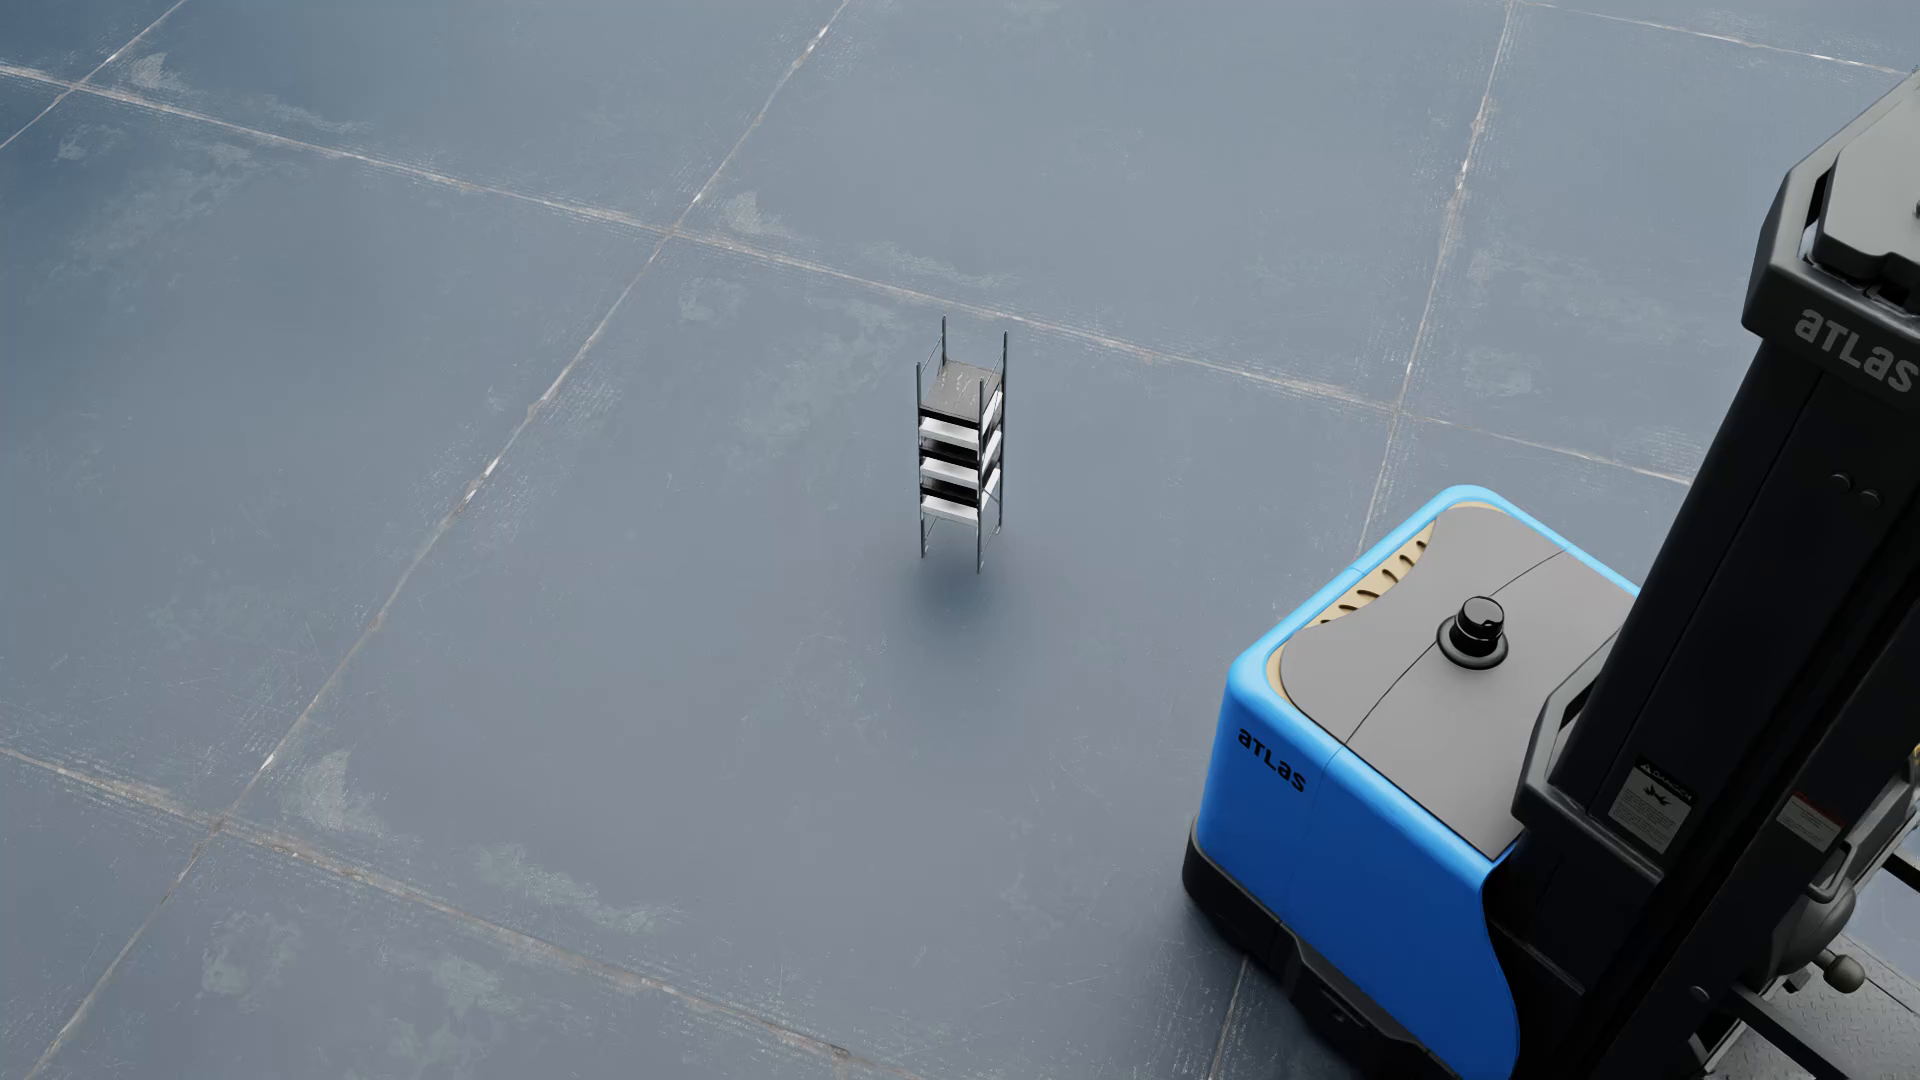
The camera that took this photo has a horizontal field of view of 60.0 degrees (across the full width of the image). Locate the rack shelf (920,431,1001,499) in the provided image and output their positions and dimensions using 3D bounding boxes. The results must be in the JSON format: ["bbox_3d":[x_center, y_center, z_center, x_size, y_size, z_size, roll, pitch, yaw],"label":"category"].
[{"bbox_3d":[0.008,-0.271,5.433,0.200,0.077,0.258,16,51,13],"label":"rack shelf"}]

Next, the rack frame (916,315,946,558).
[{"bbox_3d":[-0.088,-0.319,5.431,0.006,0.900,0.240,16,51,13],"label":"rack frame"}]

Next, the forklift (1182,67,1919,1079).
[{"bbox_3d":[2.005,0.638,3.258,1.130,2.935,3.031,-35,57,-26],"label":"forklift"}]

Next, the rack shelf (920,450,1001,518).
[{"bbox_3d":[0.008,-0.212,5.501,0.200,0.077,0.258,16,51,13],"label":"rack shelf"}]

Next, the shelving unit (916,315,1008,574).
[{"bbox_3d":[0.008,-0.293,5.408,0.210,0.900,0.258,16,51,13],"label":"shelving unit"}]

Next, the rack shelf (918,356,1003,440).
[{"bbox_3d":[0.008,-0.448,5.229,0.200,0.077,0.258,16,51,13],"label":"rack shelf"}]

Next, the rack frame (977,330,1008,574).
[{"bbox_3d":[0.103,-0.266,5.385,0.006,0.900,0.240,16,51,13],"label":"rack frame"}]

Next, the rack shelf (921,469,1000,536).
[{"bbox_3d":[0.008,-0.153,5.569,0.200,0.077,0.258,16,51,13],"label":"rack shelf"}]

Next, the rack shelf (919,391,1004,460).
[{"bbox_3d":[0.008,-0.389,5.297,0.200,0.077,0.258,16,51,13],"label":"rack shelf"}]

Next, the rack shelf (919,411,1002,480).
[{"bbox_3d":[0.008,-0.330,5.365,0.200,0.077,0.258,16,51,13],"label":"rack shelf"}]
